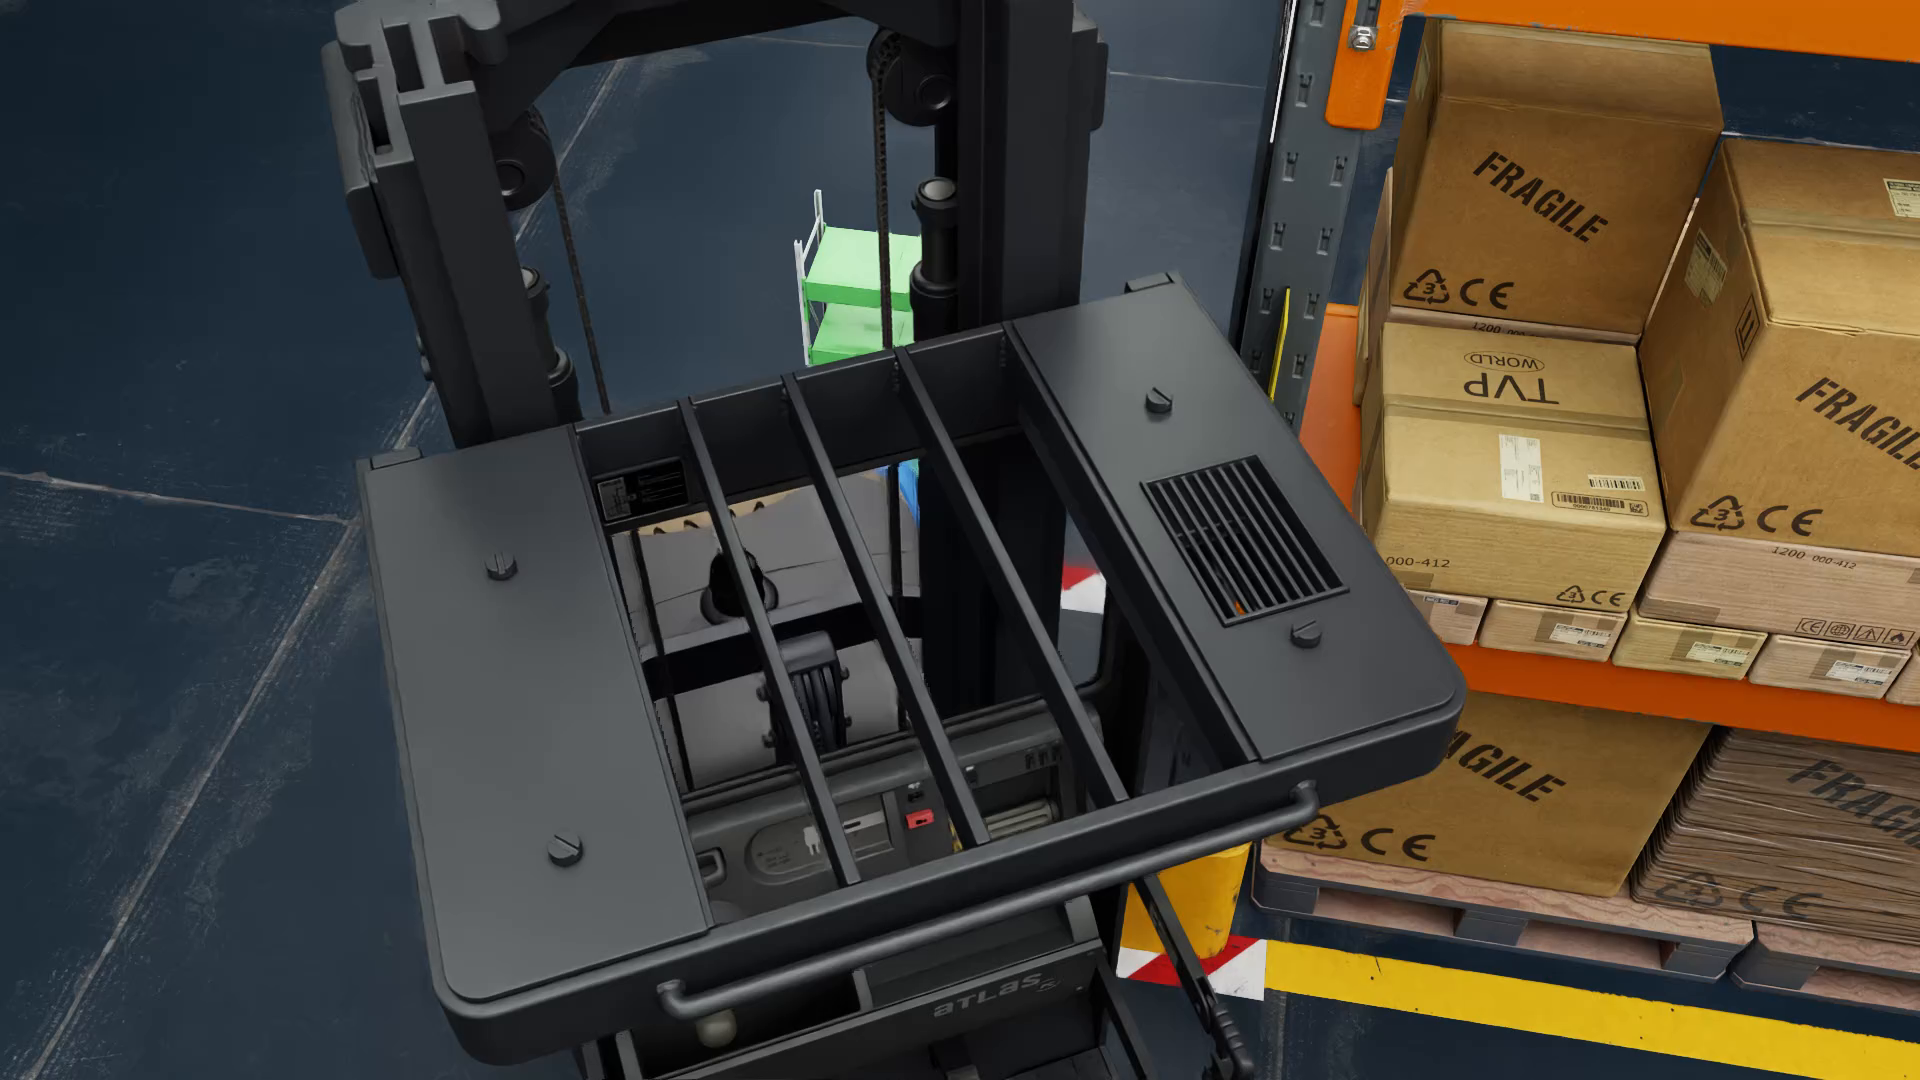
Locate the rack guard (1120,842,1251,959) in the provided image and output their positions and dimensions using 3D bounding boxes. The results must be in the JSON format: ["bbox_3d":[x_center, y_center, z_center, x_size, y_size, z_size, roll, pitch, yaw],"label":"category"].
[{"bbox_3d":[0.616,0.469,4.492,0.348,0.500,1.175,8,49,7],"label":"rack guard"}]

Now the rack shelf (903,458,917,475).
[{"bbox_3d":[-0.163,-0.220,5.049,0.480,0.148,0.258,8,49,7],"label":"rack shelf"}]

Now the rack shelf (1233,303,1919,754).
[{"bbox_3d":[2.608,0.142,3.589,4.000,0.370,1.077,8,49,7],"label":"rack shelf"}]

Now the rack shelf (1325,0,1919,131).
[{"bbox_3d":[2.608,-0.860,2.474,4.000,0.370,1.077,8,49,7],"label":"rack shelf"}]

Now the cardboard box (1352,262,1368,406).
[{"bbox_3d":[1.049,-0.473,3.827,0.250,0.149,0.380,9,49,8],"label":"cardboard box"}]

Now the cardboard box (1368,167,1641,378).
[{"bbox_3d":[1.164,-0.542,3.622,0.500,0.250,0.500,7,48,6],"label":"cardboard box"}]

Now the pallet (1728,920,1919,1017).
[{"bbox_3d":[2.638,0.781,4.407,1.213,0.211,1.003,8,49,7],"label":"pallet"}]

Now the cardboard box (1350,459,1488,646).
[{"bbox_3d":[0.931,0.010,3.394,0.250,0.149,0.380,8,49,7],"label":"cardboard box"}]

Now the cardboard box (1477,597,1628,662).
[{"bbox_3d":[1.183,0.043,3.364,0.250,0.149,0.380,7,48,6],"label":"cardboard box"}]

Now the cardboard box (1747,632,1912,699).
[{"bbox_3d":[1.692,0.110,3.304,0.250,0.149,0.380,7,48,6],"label":"cardboard box"}]

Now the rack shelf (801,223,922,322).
[{"bbox_3d":[-0.163,-0.701,4.514,0.480,0.148,0.258,8,49,7],"label":"rack shelf"}]

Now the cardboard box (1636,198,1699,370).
[{"bbox_3d":[1.663,-0.475,3.561,0.500,0.250,0.500,7,48,6],"label":"cardboard box"}]

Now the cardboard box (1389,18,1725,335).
[{"bbox_3d":[1.166,-0.791,3.341,0.500,0.500,0.500,8,49,7],"label":"cardboard box"}]

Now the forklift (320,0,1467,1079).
[{"bbox_3d":[-0.113,0.671,2.676,1.130,2.935,3.031,-15,50,-13],"label":"forklift"}]

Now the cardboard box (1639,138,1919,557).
[{"bbox_3d":[1.556,-0.335,2.932,0.500,0.500,0.500,7,48,6],"label":"cardboard box"}]

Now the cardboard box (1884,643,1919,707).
[{"bbox_3d":[1.942,0.144,3.273,0.250,0.149,0.380,7,48,6],"label":"cardboard box"}]

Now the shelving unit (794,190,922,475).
[{"bbox_3d":[-0.163,-0.423,4.823,0.503,1.200,0.258,8,49,7],"label":"shelving unit"}]

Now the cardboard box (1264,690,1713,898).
[{"bbox_3d":[1.284,0.233,4.170,0.875,0.875,0.875,8,49,7],"label":"cardboard box"}]

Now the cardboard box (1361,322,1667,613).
[{"bbox_3d":[1.064,-0.151,3.270,0.500,0.250,0.500,7,48,6],"label":"cardboard box"}]

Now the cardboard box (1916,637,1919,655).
[{"bbox_3d":[2.071,-0.018,3.150,0.500,0.250,0.500,6,48,6],"label":"cardboard box"}]

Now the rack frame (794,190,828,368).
[{"bbox_3d":[-0.403,-0.455,4.852,0.015,1.200,0.240,8,49,7],"label":"rack frame"}]

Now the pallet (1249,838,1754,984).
[{"bbox_3d":[1.441,0.618,4.553,1.213,0.211,1.003,8,49,7],"label":"pallet"}]

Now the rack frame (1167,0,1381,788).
[{"bbox_3d":[0.640,-0.363,3.559,0.127,3.000,1.000,8,49,7],"label":"rack frame"}]

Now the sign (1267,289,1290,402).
[{"bbox_3d":[0.535,-0.273,2.844,0.005,0.325,0.100,8,49,7],"label":"sign"}]

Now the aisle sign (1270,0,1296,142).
[{"bbox_3d":[0.516,-1.022,2.404,0.004,0.787,0.394,8,49,7],"label":"aisle sign"}]

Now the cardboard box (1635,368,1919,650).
[{"bbox_3d":[1.577,-0.087,3.212,0.500,0.250,0.500,7,48,6],"label":"cardboard box"}]

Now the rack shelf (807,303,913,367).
[{"bbox_3d":[-0.163,-0.541,4.692,0.480,0.148,0.258,8,49,7],"label":"rack shelf"}]

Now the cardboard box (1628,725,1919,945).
[{"bbox_3d":[2.180,0.353,4.062,0.875,0.875,0.875,8,49,7],"label":"cardboard box"}]

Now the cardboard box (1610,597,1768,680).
[{"bbox_3d":[1.435,0.076,3.334,0.250,0.149,0.380,7,48,6],"label":"cardboard box"}]
